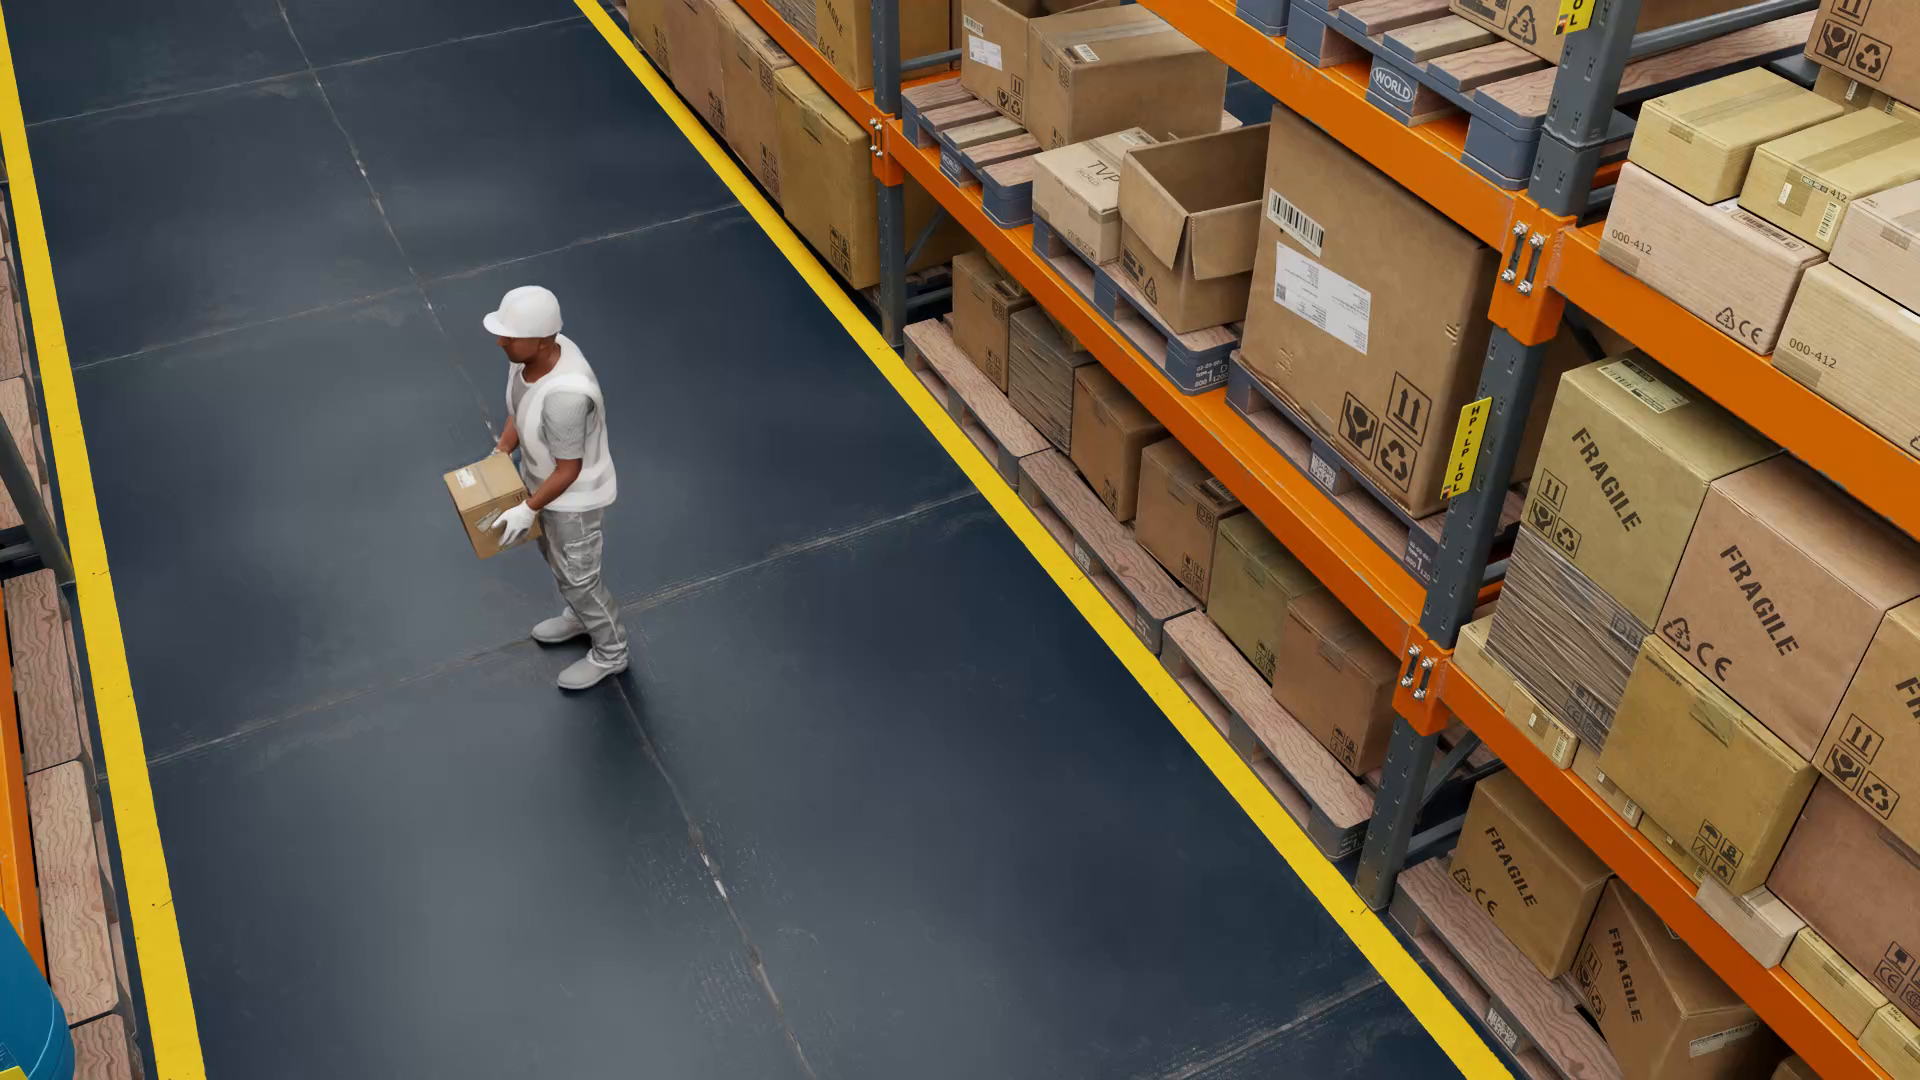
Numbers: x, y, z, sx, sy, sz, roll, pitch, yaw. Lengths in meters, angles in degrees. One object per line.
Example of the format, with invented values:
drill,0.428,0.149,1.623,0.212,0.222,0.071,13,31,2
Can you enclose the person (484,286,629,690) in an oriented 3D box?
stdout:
person,-1.575,-0.184,6.352,0.509,1.788,0.546,-19,44,-21
